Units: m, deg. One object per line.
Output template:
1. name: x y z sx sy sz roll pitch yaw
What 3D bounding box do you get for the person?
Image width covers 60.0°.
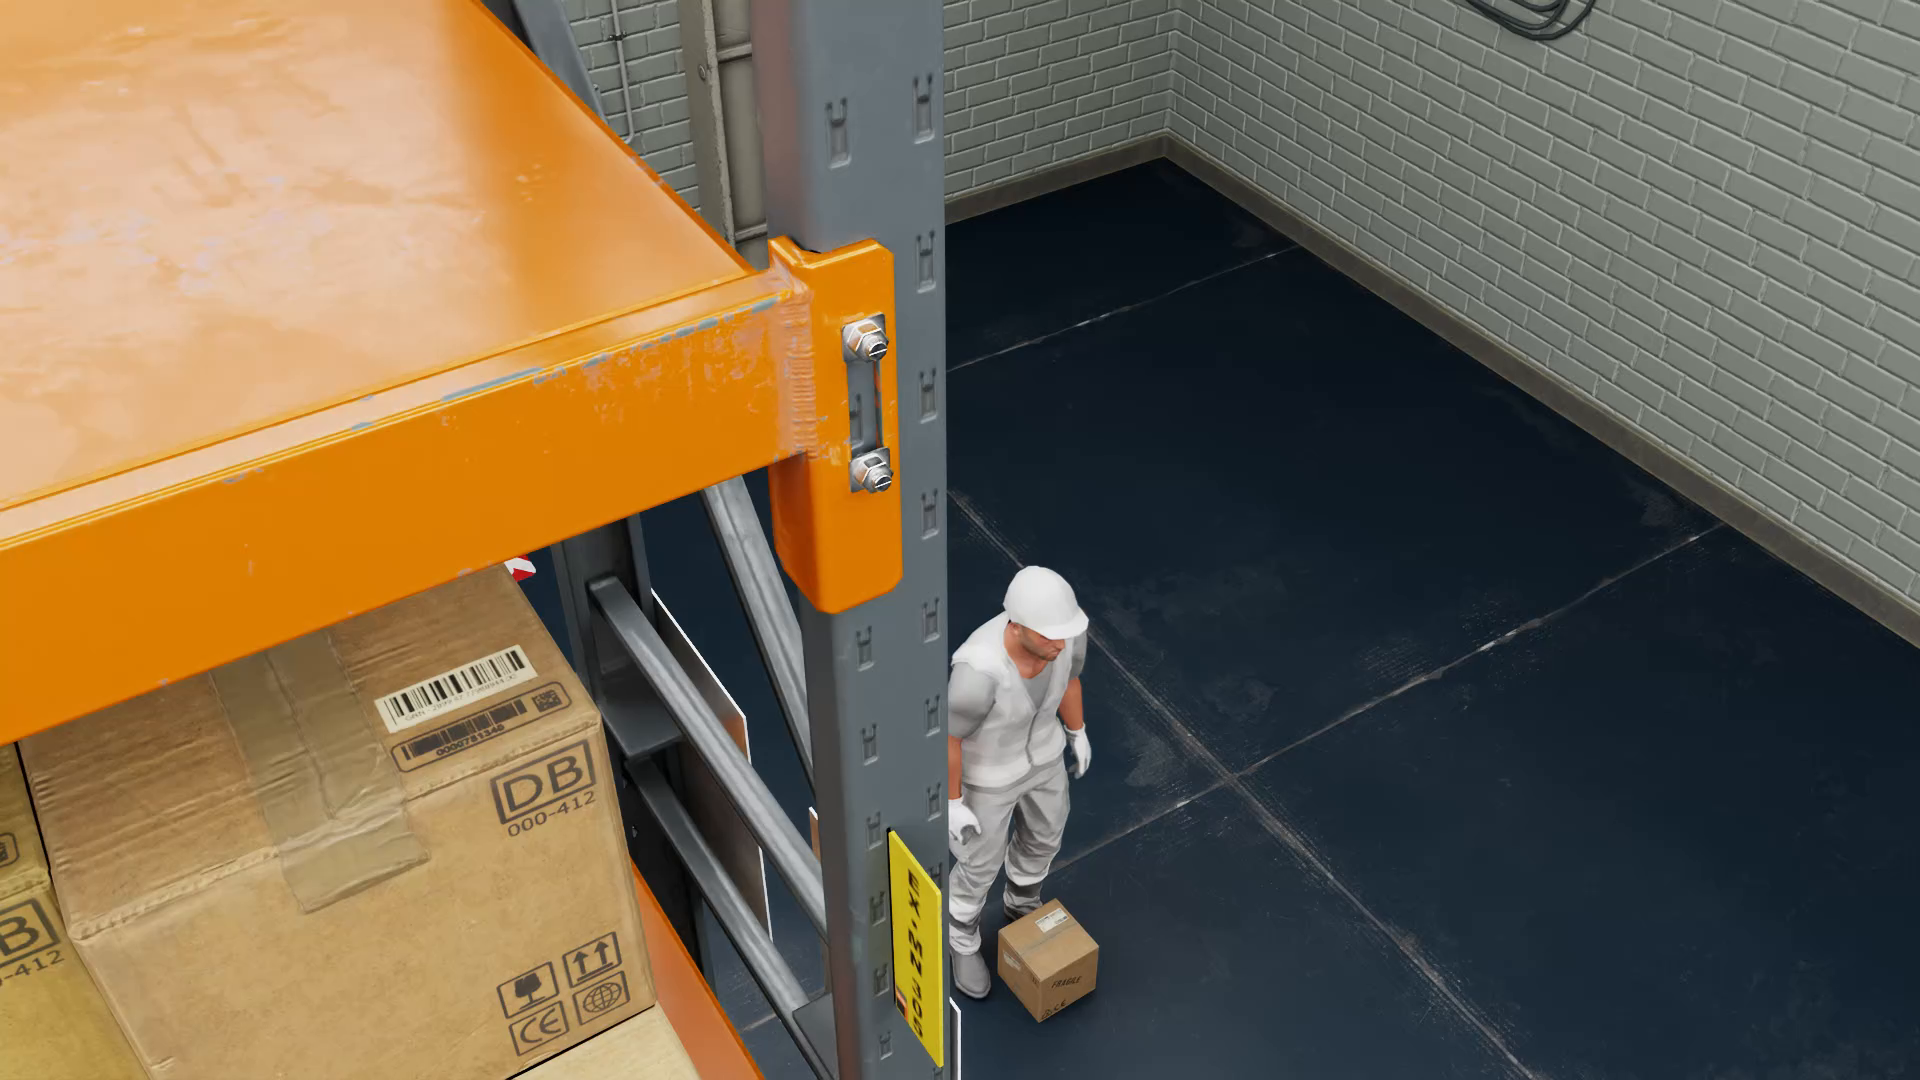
1. person: 0.185 0.759 5.453 0.617 1.778 0.453 -25 46 -27
